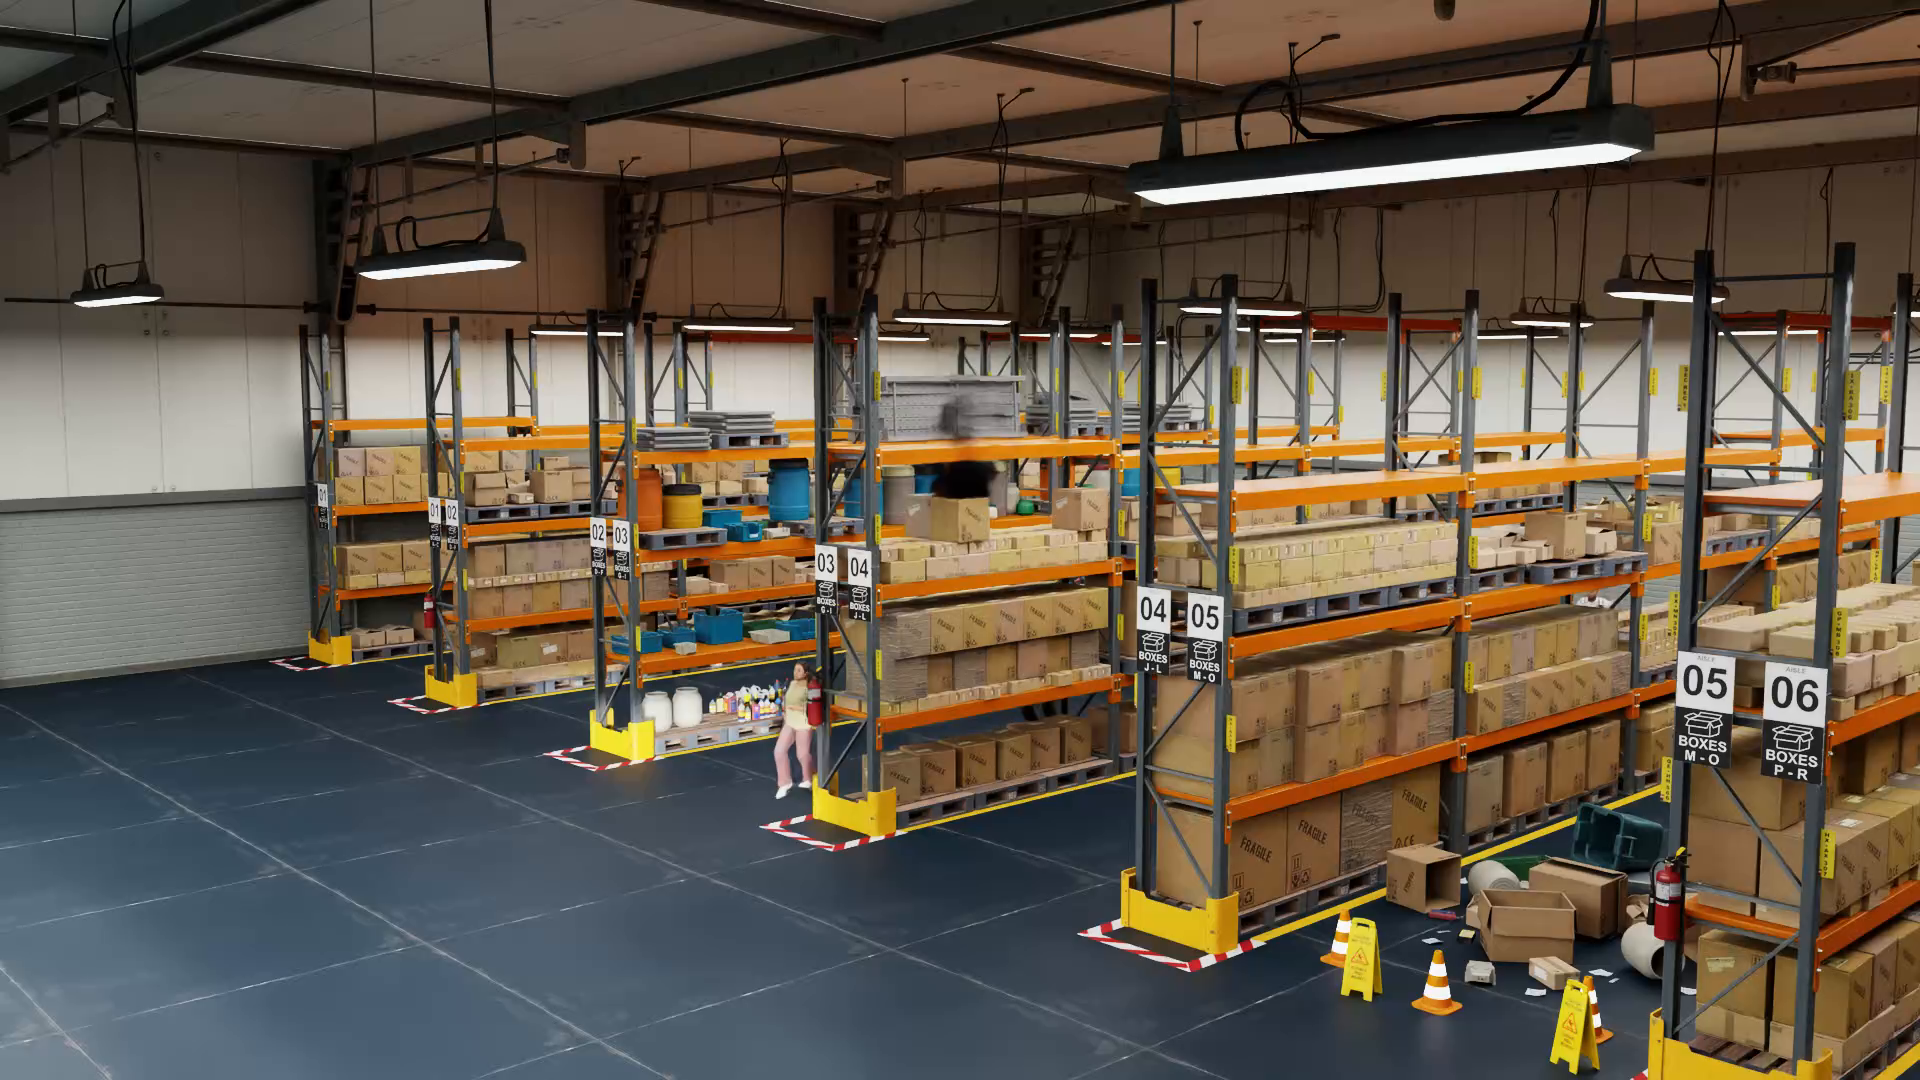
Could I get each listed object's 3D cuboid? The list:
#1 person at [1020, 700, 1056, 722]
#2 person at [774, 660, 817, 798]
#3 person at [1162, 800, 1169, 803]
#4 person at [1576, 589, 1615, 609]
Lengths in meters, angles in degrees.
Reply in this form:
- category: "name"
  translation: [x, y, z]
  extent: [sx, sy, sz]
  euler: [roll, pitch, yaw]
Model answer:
- category: "person"
  translation: [1.116, 1.971, 22.955]
  extent: [0.675, 1.794, 0.765]
  euler: [4, 7, 34]
- category: "person"
  translation: [-1.941, 2.309, 20.301]
  extent: [0.576, 1.716, 0.698]
  euler: [3, 7, 31]
- category: "person"
  translation: [2.332, 2.509, 18.239]
  extent: [0.591, 1.638, 0.576]
  euler: [4, 7, 38]
- category: "person"
  translation: [10.365, 1.547, 27.211]
  extent: [0.653, 1.766, 0.955]
  euler: [5, 7, 39]
